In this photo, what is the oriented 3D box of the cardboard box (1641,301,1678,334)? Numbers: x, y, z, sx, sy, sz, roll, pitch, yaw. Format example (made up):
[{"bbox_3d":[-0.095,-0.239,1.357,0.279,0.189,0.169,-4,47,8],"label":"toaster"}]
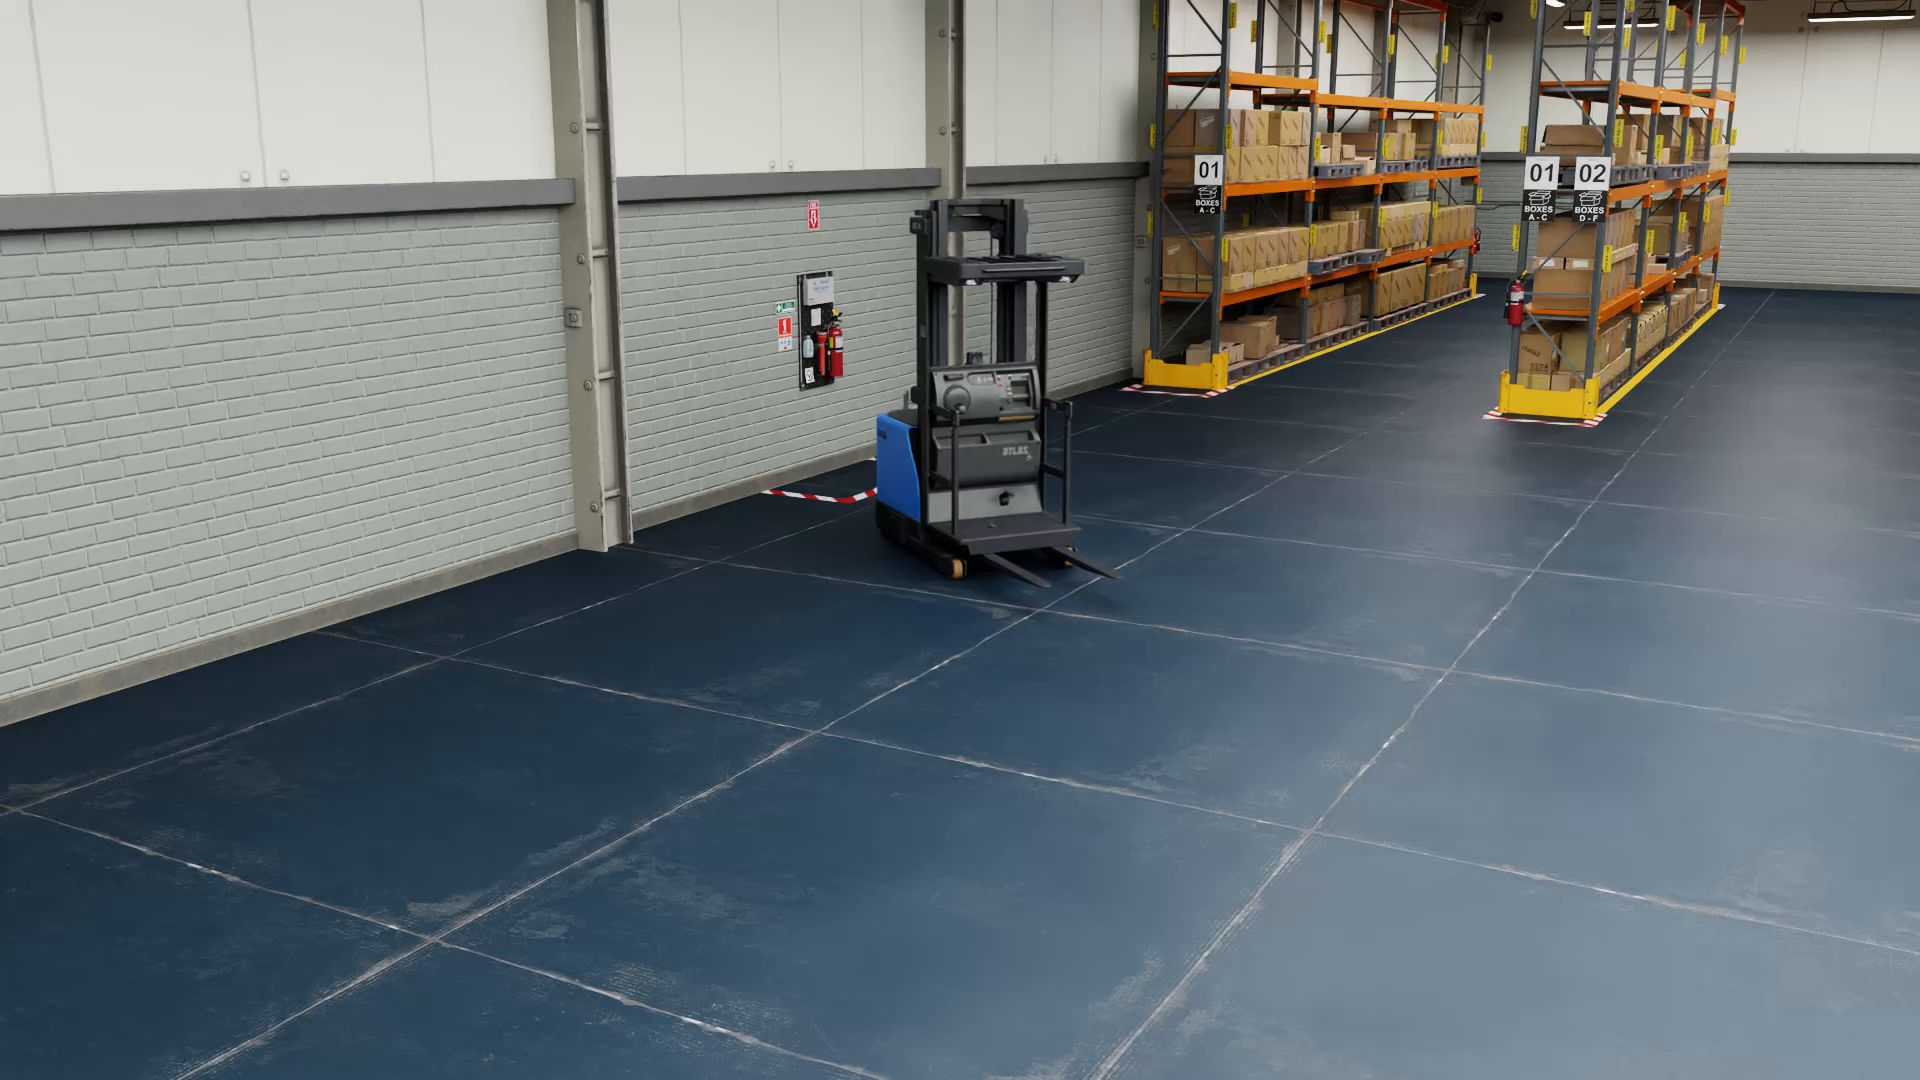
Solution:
[{"bbox_3d":[11.835,-3.774,28.182,0.500,0.500,0.500,8,16,30],"label":"cardboard box"}]

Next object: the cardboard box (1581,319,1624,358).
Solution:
[{"bbox_3d":[8.908,-2.801,23.124,0.500,0.500,0.500,7,15,28],"label":"cardboard box"}]

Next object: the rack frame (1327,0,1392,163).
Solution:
[{"bbox_3d":[7.027,-8.191,29.309,1.000,3.000,0.127,7,15,28],"label":"rack frame"}]

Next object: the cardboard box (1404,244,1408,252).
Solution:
[{"bbox_3d":[8.392,-5.626,31.962,0.380,0.149,0.250,7,15,26],"label":"cardboard box"}]

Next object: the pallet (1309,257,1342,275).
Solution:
[{"bbox_3d":[5.590,-4.501,27.213,1.003,0.211,1.213,7,15,28],"label":"pallet"}]

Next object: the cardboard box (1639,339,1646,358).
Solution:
[{"bbox_3d":[10.091,-2.920,25.218,0.500,0.250,0.500,8,16,29],"label":"cardboard box"}]

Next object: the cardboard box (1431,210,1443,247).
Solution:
[{"bbox_3d":[9.237,-6.351,33.835,0.980,0.700,0.700,8,16,29],"label":"cardboard box"}]

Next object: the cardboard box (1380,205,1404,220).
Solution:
[{"bbox_3d":[7.969,-6.120,31.026,0.500,0.250,0.500,7,15,28],"label":"cardboard box"}]

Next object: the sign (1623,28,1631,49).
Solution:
[{"bbox_3d":[10.885,-8.183,27.113,0.100,0.325,0.005,7,15,28],"label":"sign"}]

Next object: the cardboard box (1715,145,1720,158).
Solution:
[{"bbox_3d":[14.243,-7.439,31.843,0.500,0.250,0.500,7,15,28],"label":"cardboard box"}]

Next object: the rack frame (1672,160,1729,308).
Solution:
[{"bbox_3d":[15.232,-6.356,34.496,1.000,3.000,0.127,7,15,28],"label":"rack frame"}]

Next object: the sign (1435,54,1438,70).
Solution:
[{"bbox_3d":[10.411,-10.428,36.256,0.100,0.325,0.005,7,15,28],"label":"sign"}]

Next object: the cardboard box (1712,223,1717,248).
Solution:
[{"bbox_3d":[14.760,-6.073,33.110,0.500,0.500,0.500,8,15,28],"label":"cardboard box"}]

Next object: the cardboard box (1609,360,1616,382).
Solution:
[{"bbox_3d":[8.678,-2.333,22.780,0.500,0.250,0.500,7,15,28],"label":"cardboard box"}]

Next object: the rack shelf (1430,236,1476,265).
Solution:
[{"bbox_3d":[9.927,-6.156,35.203,1.077,0.370,4.000,7,15,28],"label":"rack shelf"}]

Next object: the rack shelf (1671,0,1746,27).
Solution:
[{"bbox_3d":[14.265,-10.128,31.785,1.077,0.370,4.000,7,15,28],"label":"rack shelf"}]

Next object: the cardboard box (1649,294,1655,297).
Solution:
[{"bbox_3d":[12.110,-4.146,29.725,0.500,0.500,0.500,7,15,26],"label":"cardboard box"}]

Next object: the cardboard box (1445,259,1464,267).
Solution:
[{"bbox_3d":[10.740,-6.018,36.151,0.380,0.149,0.250,7,15,27],"label":"cardboard box"}]

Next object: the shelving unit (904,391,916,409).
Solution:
[{"bbox_3d":[-0.375,-0.739,15.034,0.258,1.200,0.189,1,13,4],"label":"shelving unit"}]

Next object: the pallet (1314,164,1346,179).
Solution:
[{"bbox_3d":[5.485,-5.936,26.754,1.213,0.211,1.003,7,15,28],"label":"pallet"}]

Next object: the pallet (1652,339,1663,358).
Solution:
[{"bbox_3d":[10.933,-3.194,27.332,1.003,0.211,1.213,7,15,28],"label":"pallet"}]

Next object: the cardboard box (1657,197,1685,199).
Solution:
[{"bbox_3d":[13.805,-6.411,32.381,0.500,0.500,0.500,8,15,28],"label":"cardboard box"}]

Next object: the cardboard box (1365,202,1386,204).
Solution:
[{"bbox_3d":[8.025,-6.386,32.133,0.500,0.250,0.500,7,15,26],"label":"cardboard box"}]

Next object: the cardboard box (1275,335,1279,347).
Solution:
[{"bbox_3d":[4.860,-3.177,26.420,0.380,0.166,0.250,5,15,21],"label":"cardboard box"}]

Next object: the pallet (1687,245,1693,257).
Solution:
[{"bbox_3d":[12.817,-5.290,30.486,1.003,0.211,1.213,7,15,28],"label":"pallet"}]

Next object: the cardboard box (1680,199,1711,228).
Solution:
[{"bbox_3d":[13.772,-6.134,31.232,0.500,0.500,0.500,8,16,29],"label":"cardboard box"}]

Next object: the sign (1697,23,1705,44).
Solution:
[{"bbox_3d":[11.852,-8.100,26.599,0.100,0.325,0.005,7,15,28],"label":"sign"}]

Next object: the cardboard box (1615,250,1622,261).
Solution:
[{"bbox_3d":[8.746,-3.862,22.557,0.380,0.149,0.250,8,16,30],"label":"cardboard box"}]

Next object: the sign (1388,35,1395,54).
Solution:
[{"bbox_3d":[7.506,-8.624,28.944,0.100,0.325,0.005,7,15,28],"label":"sign"}]

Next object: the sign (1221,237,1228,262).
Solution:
[{"bbox_3d":[3.634,-3.993,22.848,0.100,0.325,0.005,7,15,28],"label":"sign"}]

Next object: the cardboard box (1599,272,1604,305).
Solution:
[{"bbox_3d":[7.984,-3.324,21.708,0.700,0.500,0.500,8,16,29],"label":"cardboard box"}]

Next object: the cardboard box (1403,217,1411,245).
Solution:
[{"bbox_3d":[8.232,-5.864,31.567,0.500,0.500,0.500,8,16,30],"label":"cardboard box"}]

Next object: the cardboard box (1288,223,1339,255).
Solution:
[{"bbox_3d":[5.936,-5.070,28.010,0.700,0.500,0.500,10,17,36],"label":"cardboard box"}]

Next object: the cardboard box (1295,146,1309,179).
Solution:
[{"bbox_3d":[5.064,-5.838,25.695,0.500,0.500,0.500,8,16,30],"label":"cardboard box"}]

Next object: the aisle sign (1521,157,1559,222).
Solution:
[{"bbox_3d":[7.208,-4.357,20.657,0.394,0.787,0.004,7,15,28],"label":"aisle sign"}]

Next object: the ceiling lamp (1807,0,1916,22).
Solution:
[{"bbox_3d":[18.718,-12.376,34.214,2.000,3.185,0.800,7,15,28],"label":"ceiling lamp"}]

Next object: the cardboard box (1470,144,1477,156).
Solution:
[{"bbox_3d":[10.772,-8.374,35.678,0.500,0.250,0.500,8,16,30],"label":"cardboard box"}]

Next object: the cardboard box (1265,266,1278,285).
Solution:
[{"bbox_3d":[4.409,-3.950,24.794,0.500,0.250,0.500,8,15,29],"label":"cardboard box"}]

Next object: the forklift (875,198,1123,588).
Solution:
[{"bbox_3d":[0.305,-1.223,13.351,1.130,2.935,3.031,-6,15,-23],"label":"forklift"}]

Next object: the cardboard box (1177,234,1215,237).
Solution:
[{"bbox_3d":[3.453,-4.158,24.057,0.500,0.500,0.500,8,16,29],"label":"cardboard box"}]

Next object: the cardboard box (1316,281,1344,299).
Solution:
[{"bbox_3d":[6.394,-4.374,29.073,0.500,0.250,0.500,8,16,29],"label":"cardboard box"}]

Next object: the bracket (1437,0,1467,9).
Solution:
[{"bbox_3d":[10.298,-11.577,35.673,0.076,0.066,4.783,7,15,28],"label":"bracket"}]

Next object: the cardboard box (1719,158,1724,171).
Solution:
[{"bbox_3d":[14.733,-7.400,32.749,0.500,0.250,0.500,7,15,28],"label":"cardboard box"}]

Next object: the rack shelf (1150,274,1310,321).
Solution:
[{"bbox_3d":[4.126,-3.694,24.991,1.077,0.370,4.000,7,15,28],"label":"rack shelf"}]

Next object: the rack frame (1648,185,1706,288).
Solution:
[{"bbox_3d":[13.298,-5.535,31.092,1.000,3.000,0.127,7,15,28],"label":"rack frame"}]

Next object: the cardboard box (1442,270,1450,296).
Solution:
[{"bbox_3d":[9.907,-5.434,35.110,0.700,0.500,0.500,8,16,29],"label":"cardboard box"}]

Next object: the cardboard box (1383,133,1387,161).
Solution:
[{"bbox_3d":[7.421,-7.216,30.513,0.700,0.500,0.500,6,15,25],"label":"cardboard box"}]

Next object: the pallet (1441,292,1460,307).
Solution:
[{"bbox_3d":[9.985,-5.138,35.396,1.003,0.211,1.213,7,15,28],"label":"pallet"}]

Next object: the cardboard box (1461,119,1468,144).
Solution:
[{"bbox_3d":[10.283,-8.528,34.718,0.500,0.500,0.500,7,15,26],"label":"cardboard box"}]

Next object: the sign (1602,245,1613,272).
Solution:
[{"bbox_3d":[7.980,-3.468,20.503,0.100,0.325,0.005,7,15,28],"label":"sign"}]

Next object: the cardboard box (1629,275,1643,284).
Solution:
[{"bbox_3d":[10.038,-3.930,24.971,0.380,0.149,0.250,7,15,28],"label":"cardboard box"}]

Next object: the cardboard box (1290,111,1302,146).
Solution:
[{"bbox_3d":[4.831,-6.209,25.098,0.500,0.500,0.500,8,16,31],"label":"cardboard box"}]

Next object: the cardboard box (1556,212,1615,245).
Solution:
[{"bbox_3d":[8.252,-4.069,22.032,0.700,0.500,0.500,7,15,28],"label":"cardboard box"}]

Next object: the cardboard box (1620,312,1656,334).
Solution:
[{"bbox_3d":[10.591,-3.406,26.035,0.500,0.311,0.500,8,16,30],"label":"cardboard box"}]

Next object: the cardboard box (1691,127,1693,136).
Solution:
[{"bbox_3d":[12.990,-7.199,30.273,0.600,0.600,0.600,6,15,23],"label":"cardboard box"}]
